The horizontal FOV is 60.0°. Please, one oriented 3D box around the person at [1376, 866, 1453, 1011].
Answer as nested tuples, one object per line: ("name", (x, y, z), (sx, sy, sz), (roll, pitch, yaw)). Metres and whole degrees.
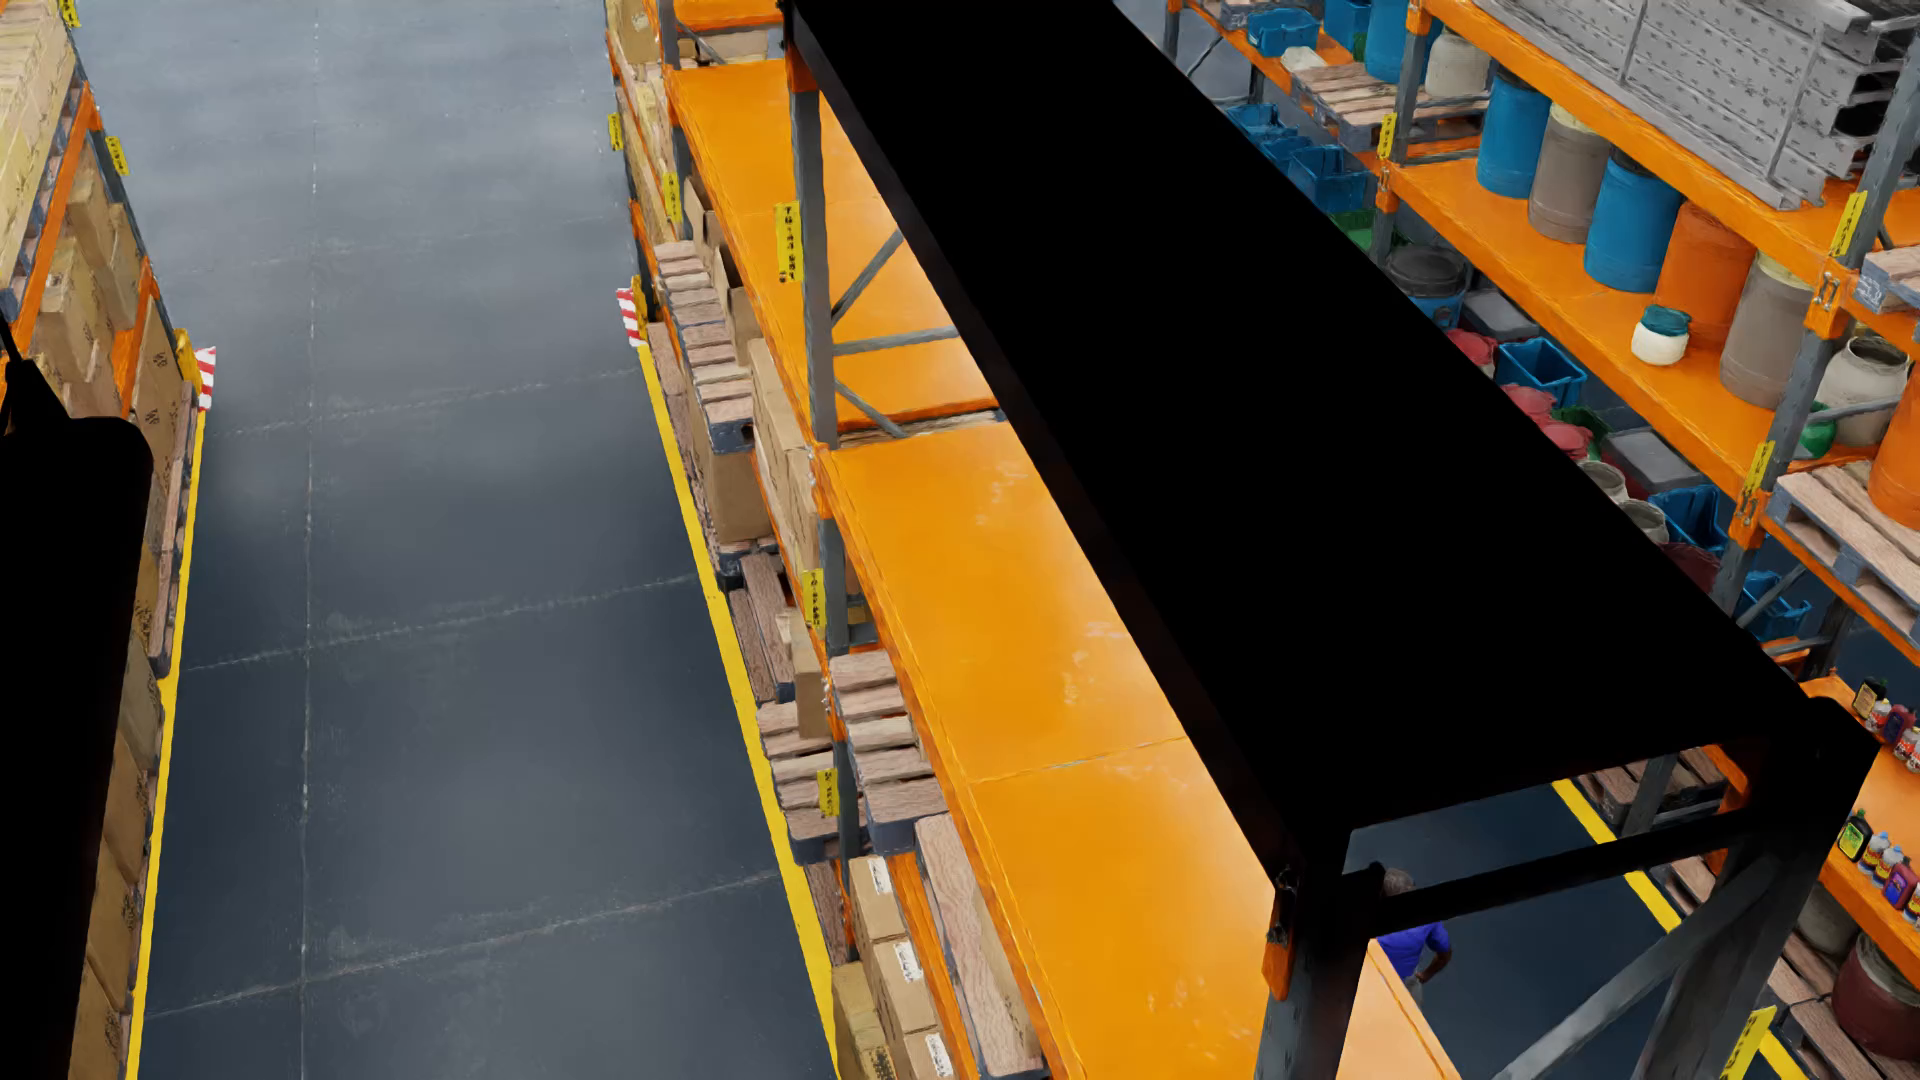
("person", (2.215, 2.344, 8.590), (0.593, 1.603, 0.509), (-12, 40, -14))
